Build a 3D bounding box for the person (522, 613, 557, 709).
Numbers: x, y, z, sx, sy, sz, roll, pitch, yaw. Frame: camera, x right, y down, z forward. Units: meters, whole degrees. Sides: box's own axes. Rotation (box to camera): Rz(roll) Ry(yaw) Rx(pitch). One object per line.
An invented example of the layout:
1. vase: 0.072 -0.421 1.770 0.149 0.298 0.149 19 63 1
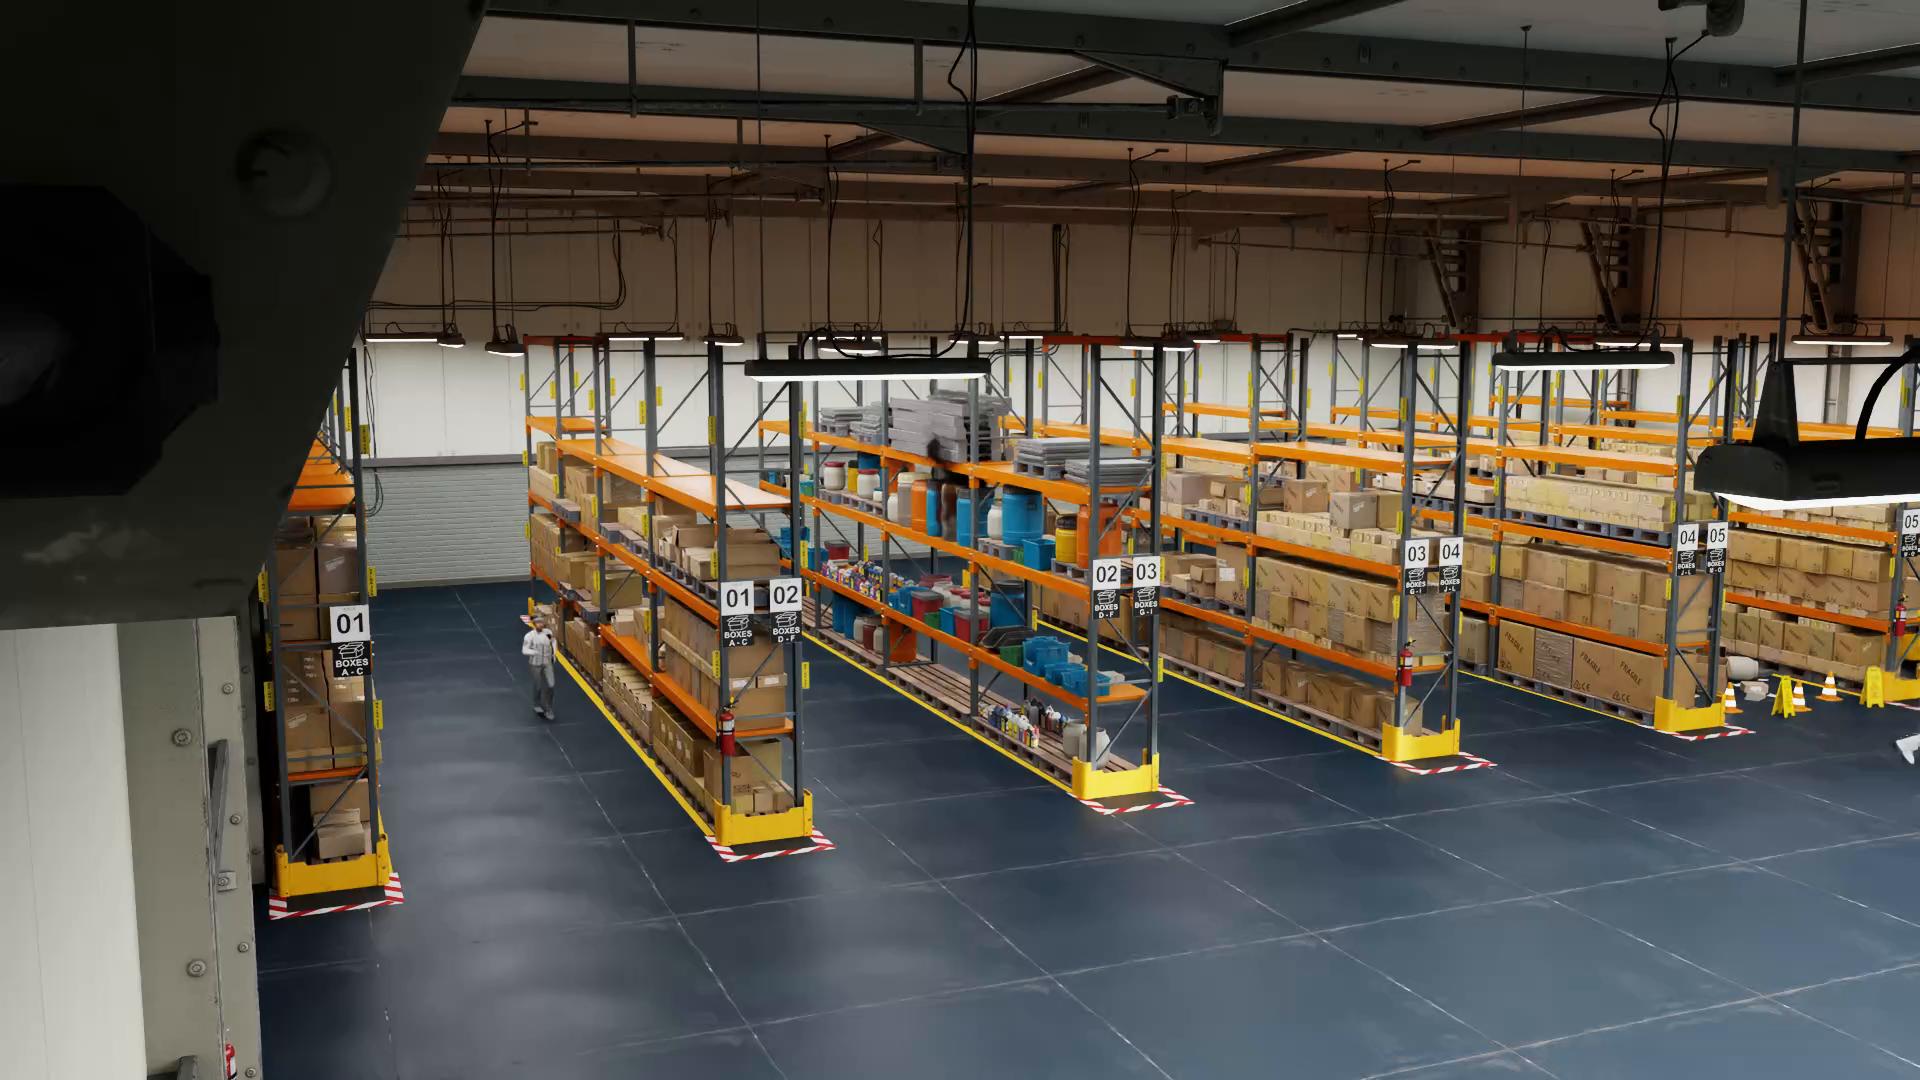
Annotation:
1. person: -6.635 1.920 26.352 0.590 1.565 0.705 -4 8 -25
